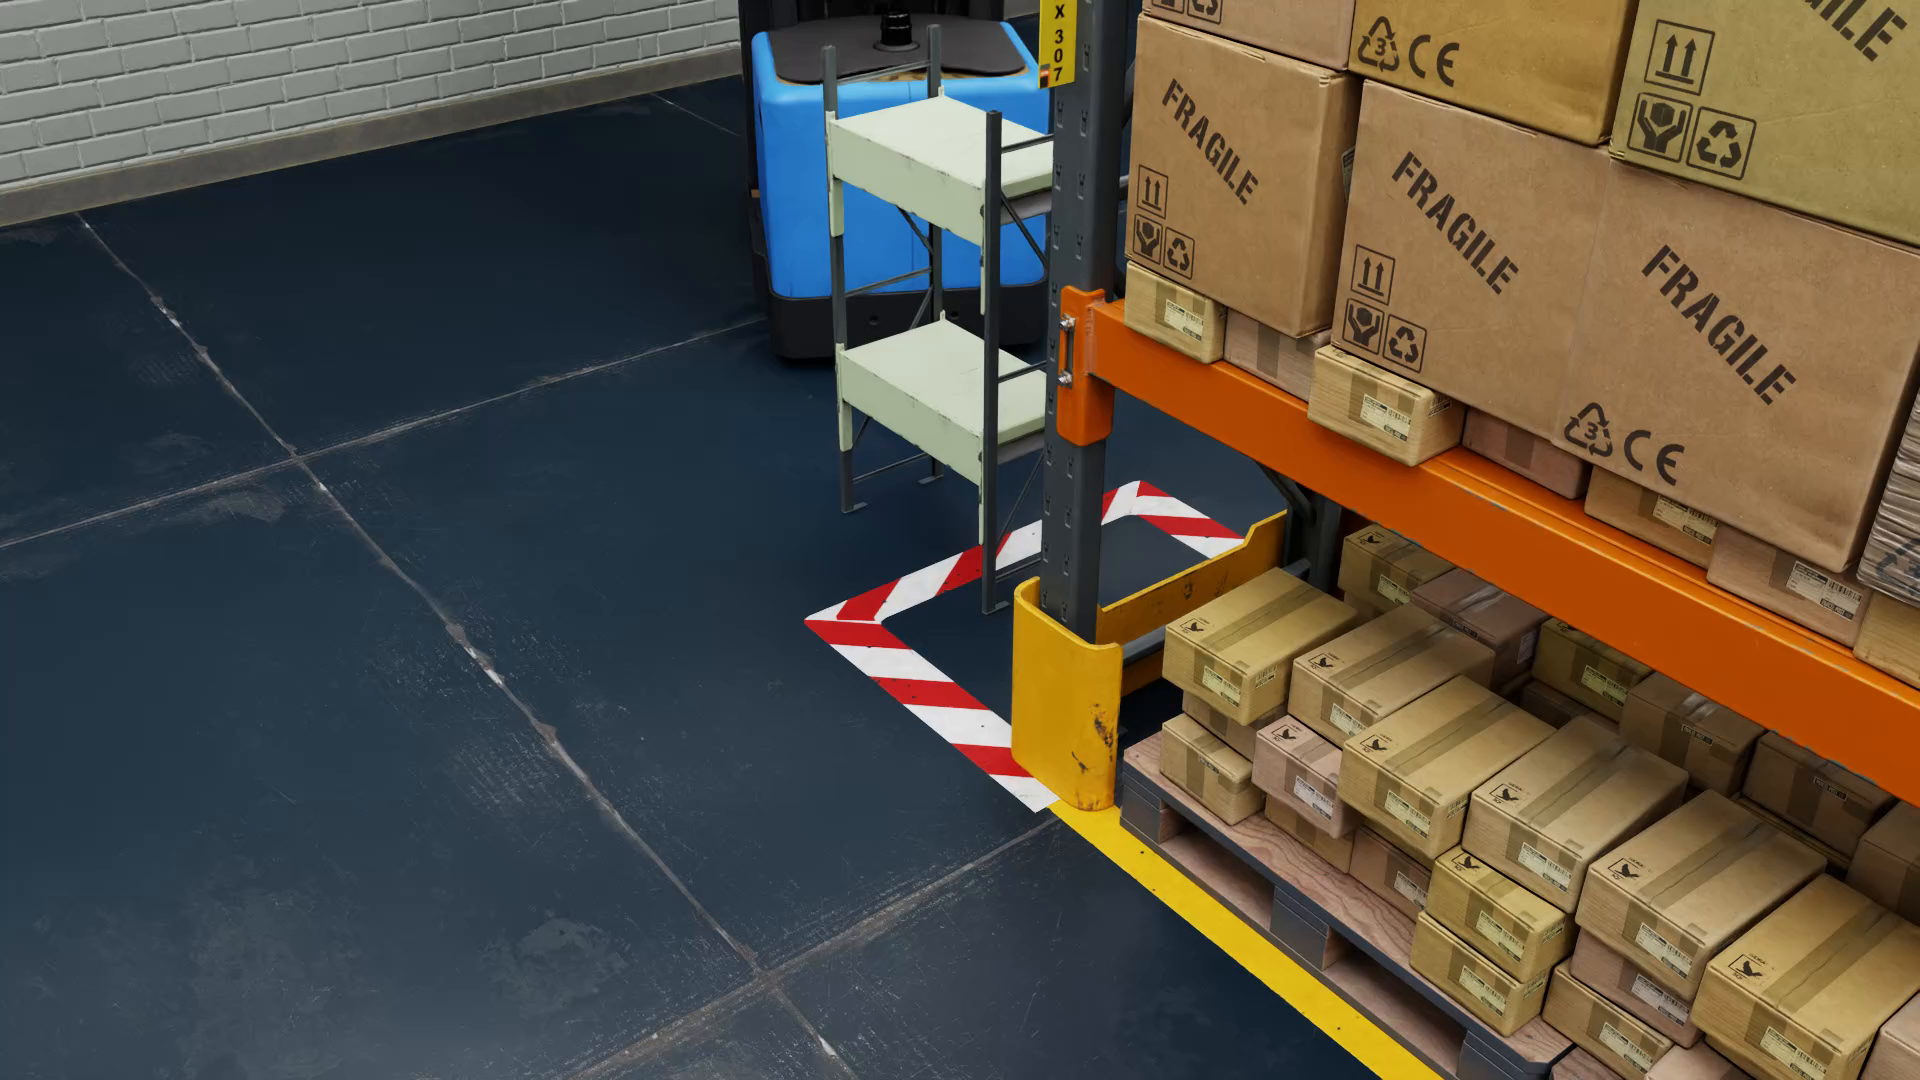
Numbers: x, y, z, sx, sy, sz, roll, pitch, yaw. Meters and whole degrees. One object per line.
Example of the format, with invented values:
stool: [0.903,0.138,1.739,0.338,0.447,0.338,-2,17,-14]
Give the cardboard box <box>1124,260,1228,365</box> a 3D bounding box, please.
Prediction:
cardboard box: [0.567,-0.525,3.490,0.380,0.149,0.250,-23,38,-32]

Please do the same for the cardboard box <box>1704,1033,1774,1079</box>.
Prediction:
cardboard box: [1.598,0.862,3.041,0.380,0.149,0.250,-20,37,-29]

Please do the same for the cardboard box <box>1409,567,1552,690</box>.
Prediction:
cardboard box: [1.261,0.169,3.875,0.380,0.149,0.250,-21,38,-30]

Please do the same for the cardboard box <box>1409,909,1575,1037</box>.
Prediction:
cardboard box: [1.149,0.808,3.411,0.380,0.149,0.250,-22,38,-31]

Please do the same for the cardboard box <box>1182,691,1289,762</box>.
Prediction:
cardboard box: [0.746,0.335,3.890,0.380,0.149,0.250,-21,37,-29]

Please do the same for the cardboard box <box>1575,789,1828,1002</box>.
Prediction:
cardboard box: [1.378,0.653,3.096,0.380,0.149,0.250,-21,37,-30]

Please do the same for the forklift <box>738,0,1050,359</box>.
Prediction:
forklift: [-0.401,-2.656,6.809,1.129,2.867,3.031,-5,32,-7]

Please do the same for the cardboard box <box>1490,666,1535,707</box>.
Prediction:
cardboard box: [1.294,0.287,3.966,0.380,0.149,0.250,-23,39,-32]

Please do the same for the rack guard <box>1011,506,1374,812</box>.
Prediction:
rack guard: [0.674,0.221,4.421,1.175,0.500,0.348,-22,38,-31]

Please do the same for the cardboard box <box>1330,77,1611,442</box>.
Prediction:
cardboard box: [1.033,-0.550,2.916,0.500,0.500,0.500,-22,38,-31]

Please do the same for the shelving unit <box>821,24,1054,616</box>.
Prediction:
shelving unit: [0.004,-0.634,4.850,0.431,1.500,0.755,-22,38,-31]

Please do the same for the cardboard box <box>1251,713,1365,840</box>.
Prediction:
cardboard box: [0.869,0.467,3.677,0.380,0.149,0.250,-22,38,-32]

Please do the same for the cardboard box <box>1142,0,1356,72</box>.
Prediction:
cardboard box: [0.693,-1.193,3.004,0.500,0.500,0.500,-23,38,-32]

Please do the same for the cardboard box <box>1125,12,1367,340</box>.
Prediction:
cardboard box: [0.684,-0.765,3.262,0.500,0.500,0.500,-20,37,-29]

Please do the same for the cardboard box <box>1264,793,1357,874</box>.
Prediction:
cardboard box: [0.921,0.564,3.802,0.380,0.149,0.250,-22,38,-32]

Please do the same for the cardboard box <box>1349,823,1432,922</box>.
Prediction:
cardboard box: [1.079,0.666,3.639,0.380,0.149,0.250,-22,38,-31]

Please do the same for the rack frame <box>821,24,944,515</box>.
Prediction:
rack frame: [-0.220,-0.787,5.095,0.400,1.500,0.023,-22,38,-31]

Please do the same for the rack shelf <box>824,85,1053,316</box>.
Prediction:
rack shelf: [0.004,-0.966,4.644,0.431,0.370,0.720,-22,38,-31]

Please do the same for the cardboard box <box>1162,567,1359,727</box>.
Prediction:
cardboard box: [0.680,0.235,3.768,0.380,0.149,0.250,-24,39,-33]

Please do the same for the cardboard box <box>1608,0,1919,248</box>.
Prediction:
cardboard box: [1.309,-0.761,2.308,0.500,0.500,0.500,-23,39,-32]

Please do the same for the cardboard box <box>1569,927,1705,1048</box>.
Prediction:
cardboard box: [1.399,0.763,3.201,0.380,0.149,0.250,-24,39,-34]

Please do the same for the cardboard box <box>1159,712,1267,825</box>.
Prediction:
cardboard box: [0.696,0.482,3.935,0.380,0.149,0.250,-21,38,-30]

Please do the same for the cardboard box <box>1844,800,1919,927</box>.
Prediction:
cardboard box: [1.911,0.604,3.175,0.380,0.149,0.250,-24,39,-33]

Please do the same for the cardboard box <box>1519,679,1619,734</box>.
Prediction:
cardboard box: [1.496,0.377,3.822,0.380,0.149,0.250,-24,39,-33]

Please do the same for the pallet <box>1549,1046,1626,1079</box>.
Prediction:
pallet: [1.888,1.202,3.115,1.003,0.211,1.213,-22,38,-31]

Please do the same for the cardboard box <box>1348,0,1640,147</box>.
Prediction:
cardboard box: [1.007,-0.985,2.669,0.500,0.500,0.500,-21,38,-30]

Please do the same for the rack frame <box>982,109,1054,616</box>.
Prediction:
rack frame: [0.229,-0.482,4.604,0.400,1.500,0.023,-22,38,-31]

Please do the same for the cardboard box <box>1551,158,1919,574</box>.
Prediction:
cardboard box: [1.323,-0.342,2.581,0.500,0.500,0.500,-22,38,-31]

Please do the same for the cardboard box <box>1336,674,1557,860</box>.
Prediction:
cardboard box: [0.998,0.458,3.410,0.380,0.149,0.250,-22,38,-32]

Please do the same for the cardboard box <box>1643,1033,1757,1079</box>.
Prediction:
cardboard box: [1.465,1.015,3.077,0.380,0.149,0.250,-24,39,-34]

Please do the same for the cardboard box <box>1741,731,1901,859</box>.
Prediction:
cardboard box: [1.837,0.458,3.409,0.380,0.149,0.250,-21,37,-30]

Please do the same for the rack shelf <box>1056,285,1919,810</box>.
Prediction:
rack shelf: [1.854,0.266,2.660,1.077,0.370,4.000,-22,38,-31]

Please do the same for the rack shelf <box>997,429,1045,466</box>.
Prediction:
rack shelf: [0.004,-0.418,4.984,0.332,0.071,0.664,-22,38,-31]

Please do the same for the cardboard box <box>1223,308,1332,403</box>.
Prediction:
cardboard box: [0.756,-0.432,3.341,0.380,0.149,0.250,-21,37,-30]

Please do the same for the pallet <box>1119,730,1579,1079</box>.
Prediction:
pallet: [1.144,0.693,3.933,1.003,0.211,1.213,-22,38,-31]

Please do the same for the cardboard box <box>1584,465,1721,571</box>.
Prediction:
cardboard box: [1.293,-0.118,2.835,0.380,0.149,0.250,-23,38,-32]

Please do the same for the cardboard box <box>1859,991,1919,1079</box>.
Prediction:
cardboard box: [1.733,0.851,2.776,0.380,0.149,0.250,-22,38,-31]

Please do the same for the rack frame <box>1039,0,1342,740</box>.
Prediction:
rack frame: [0.627,-0.873,3.812,1.000,3.000,0.127,-22,38,-31]

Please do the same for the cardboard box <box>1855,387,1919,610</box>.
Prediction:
cardboard box: [1.641,-0.132,2.242,0.500,0.500,0.500,-23,39,-33]

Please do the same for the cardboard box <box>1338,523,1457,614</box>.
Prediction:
cardboard box: [1.152,0.046,4.073,0.380,0.149,0.250,-22,38,-31]

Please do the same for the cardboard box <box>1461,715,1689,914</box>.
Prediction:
cardboard box: [1.215,0.534,3.287,0.380,0.149,0.250,-24,39,-34]

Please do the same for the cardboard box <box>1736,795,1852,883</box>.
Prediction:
cardboard box: [1.824,0.589,3.481,0.380,0.149,0.250,-22,38,-31]

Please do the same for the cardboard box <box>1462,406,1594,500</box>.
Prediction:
cardboard box: [1.146,-0.239,3.030,0.380,0.149,0.250,-20,37,-29]

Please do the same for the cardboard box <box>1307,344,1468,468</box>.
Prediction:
cardboard box: [0.878,-0.303,3.133,0.380,0.149,0.250,-23,39,-33]

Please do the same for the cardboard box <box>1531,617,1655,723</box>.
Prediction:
cardboard box: [1.520,0.236,3.767,0.380,0.149,0.250,-23,39,-32]

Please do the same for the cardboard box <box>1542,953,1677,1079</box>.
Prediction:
cardboard box: [1.380,0.883,3.289,0.380,0.149,0.250,-22,38,-31]

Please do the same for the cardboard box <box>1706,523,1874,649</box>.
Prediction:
cardboard box: [1.422,-0.006,2.655,0.380,0.149,0.250,-23,39,-32]

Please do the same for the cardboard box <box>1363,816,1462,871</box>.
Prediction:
cardboard box: [1.089,0.541,3.559,0.380,0.149,0.250,-22,38,-31]

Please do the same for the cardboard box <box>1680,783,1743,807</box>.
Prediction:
cardboard box: [1.580,0.522,3.588,0.380,0.149,0.250,-23,38,-32]

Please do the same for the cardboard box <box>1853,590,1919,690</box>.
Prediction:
cardboard box: [1.564,0.109,2.470,0.380,0.149,0.250,-21,37,-30]

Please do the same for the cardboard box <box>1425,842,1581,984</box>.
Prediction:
cardboard box: [1.161,0.683,3.330,0.380,0.149,0.250,-21,38,-30]

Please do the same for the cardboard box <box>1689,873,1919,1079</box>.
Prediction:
cardboard box: [1.503,0.777,2.895,0.380,0.149,0.250,-22,38,-31]

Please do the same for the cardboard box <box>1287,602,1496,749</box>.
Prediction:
cardboard box: [0.944,0.311,3.646,0.380,0.149,0.250,-22,38,-31]

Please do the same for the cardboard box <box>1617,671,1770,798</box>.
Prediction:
cardboard box: [1.629,0.364,3.561,0.380,0.149,0.250,-24,39,-33]
